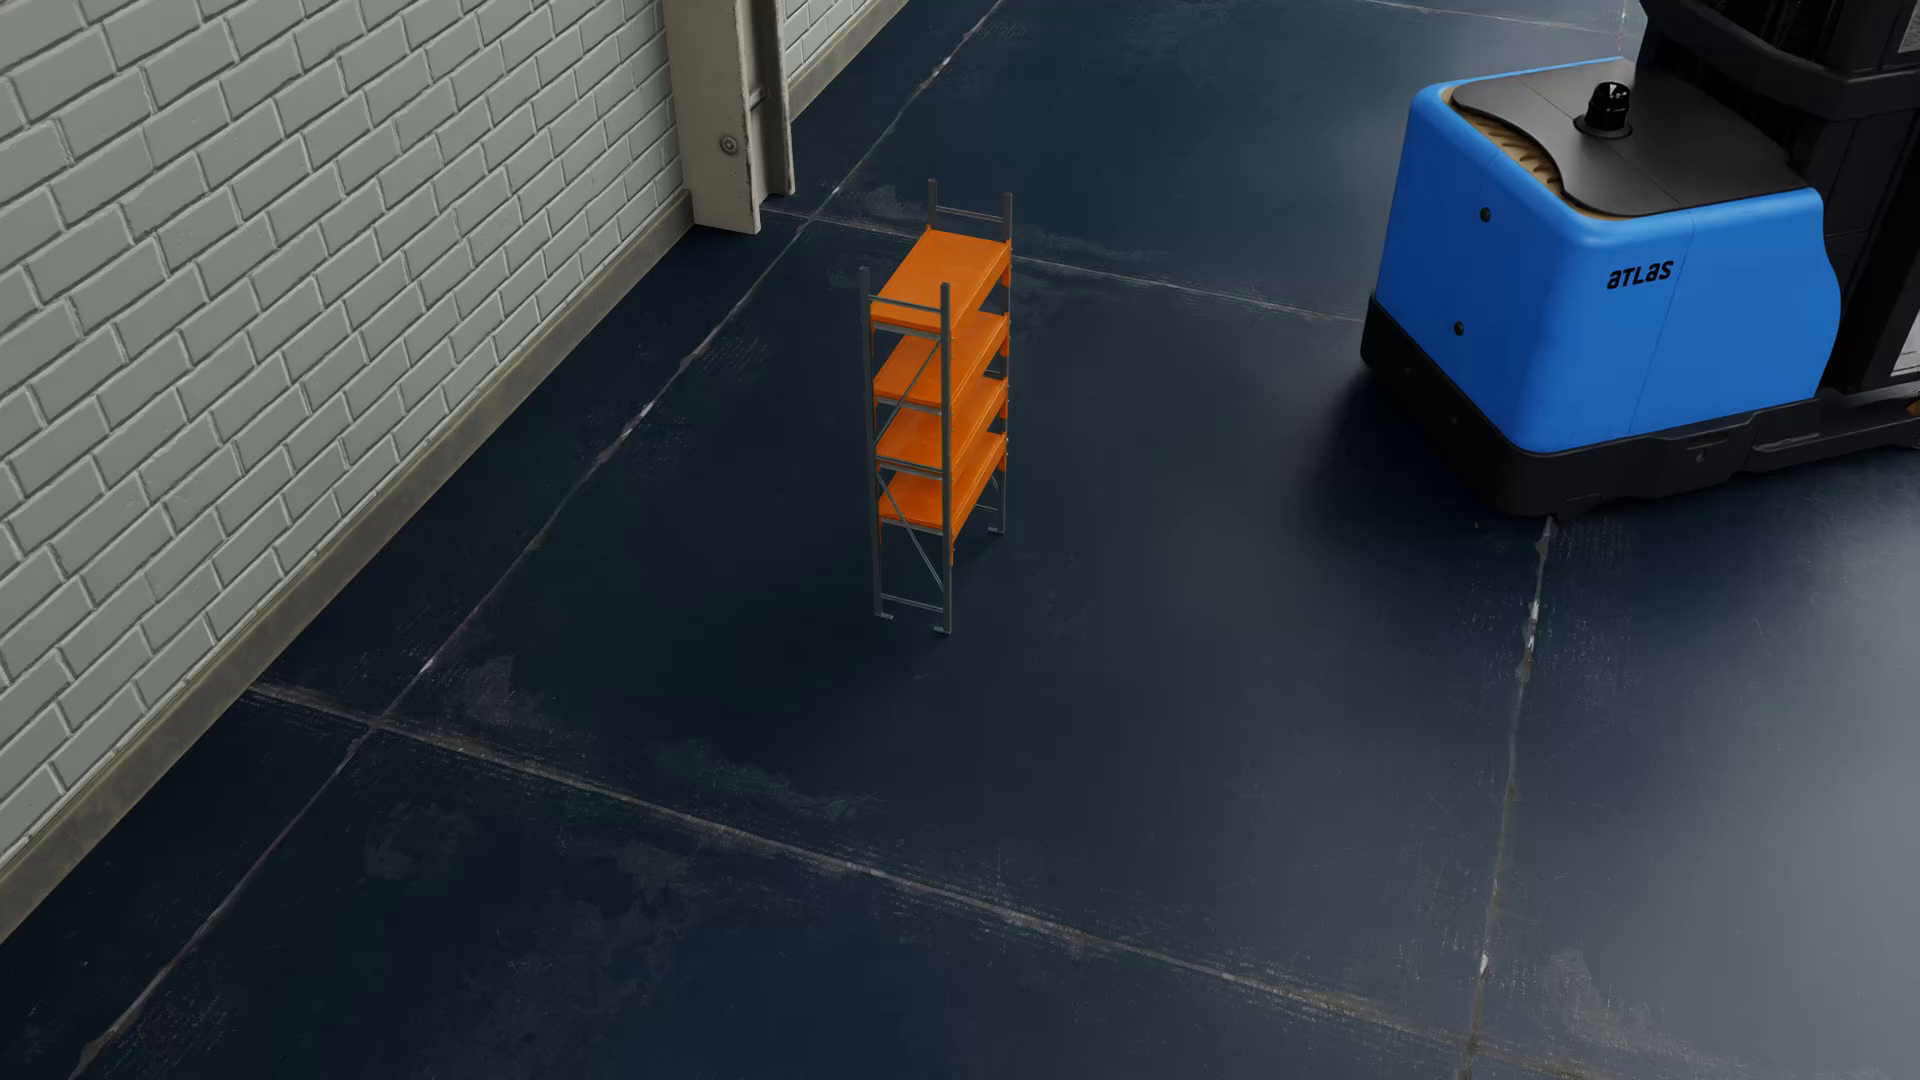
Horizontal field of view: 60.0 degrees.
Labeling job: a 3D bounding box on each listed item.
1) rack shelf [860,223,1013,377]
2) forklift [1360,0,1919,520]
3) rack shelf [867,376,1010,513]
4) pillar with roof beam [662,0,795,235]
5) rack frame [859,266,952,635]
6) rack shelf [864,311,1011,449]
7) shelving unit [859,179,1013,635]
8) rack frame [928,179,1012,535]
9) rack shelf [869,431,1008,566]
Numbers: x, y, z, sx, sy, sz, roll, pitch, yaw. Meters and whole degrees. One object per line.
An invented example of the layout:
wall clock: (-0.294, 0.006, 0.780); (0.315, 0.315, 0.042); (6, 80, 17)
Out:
rack shelf: (-0.057, -0.654, 4.487); (0.258, 0.148, 0.480); (13, 42, 15)
forklift: (2.997, -1.738, 5.029); (3.031, 2.935, 1.130); (-12, 42, -13)
rack shelf: (-0.057, -0.304, 4.786); (0.258, 0.148, 0.480); (13, 42, 15)
pillar with roof beam: (3.145, -3.851, 2.830); (9.100, 9.000, 0.400); (13, 42, 15)
rack frame: (-0.140, -0.207, 4.568); (0.240, 1.200, 0.015); (13, 42, 15)
rack shelf: (-0.057, -0.474, 4.641); (0.258, 0.148, 0.480); (13, 42, 15)
shelving unit: (-0.057, -0.355, 4.742); (0.258, 1.200, 0.503); (13, 42, 15)
rack frame: (0.027, -0.504, 4.917); (0.240, 1.200, 0.015); (13, 42, 15)
rack shelf: (-0.057, -0.153, 4.915); (0.258, 0.148, 0.480); (13, 42, 15)
